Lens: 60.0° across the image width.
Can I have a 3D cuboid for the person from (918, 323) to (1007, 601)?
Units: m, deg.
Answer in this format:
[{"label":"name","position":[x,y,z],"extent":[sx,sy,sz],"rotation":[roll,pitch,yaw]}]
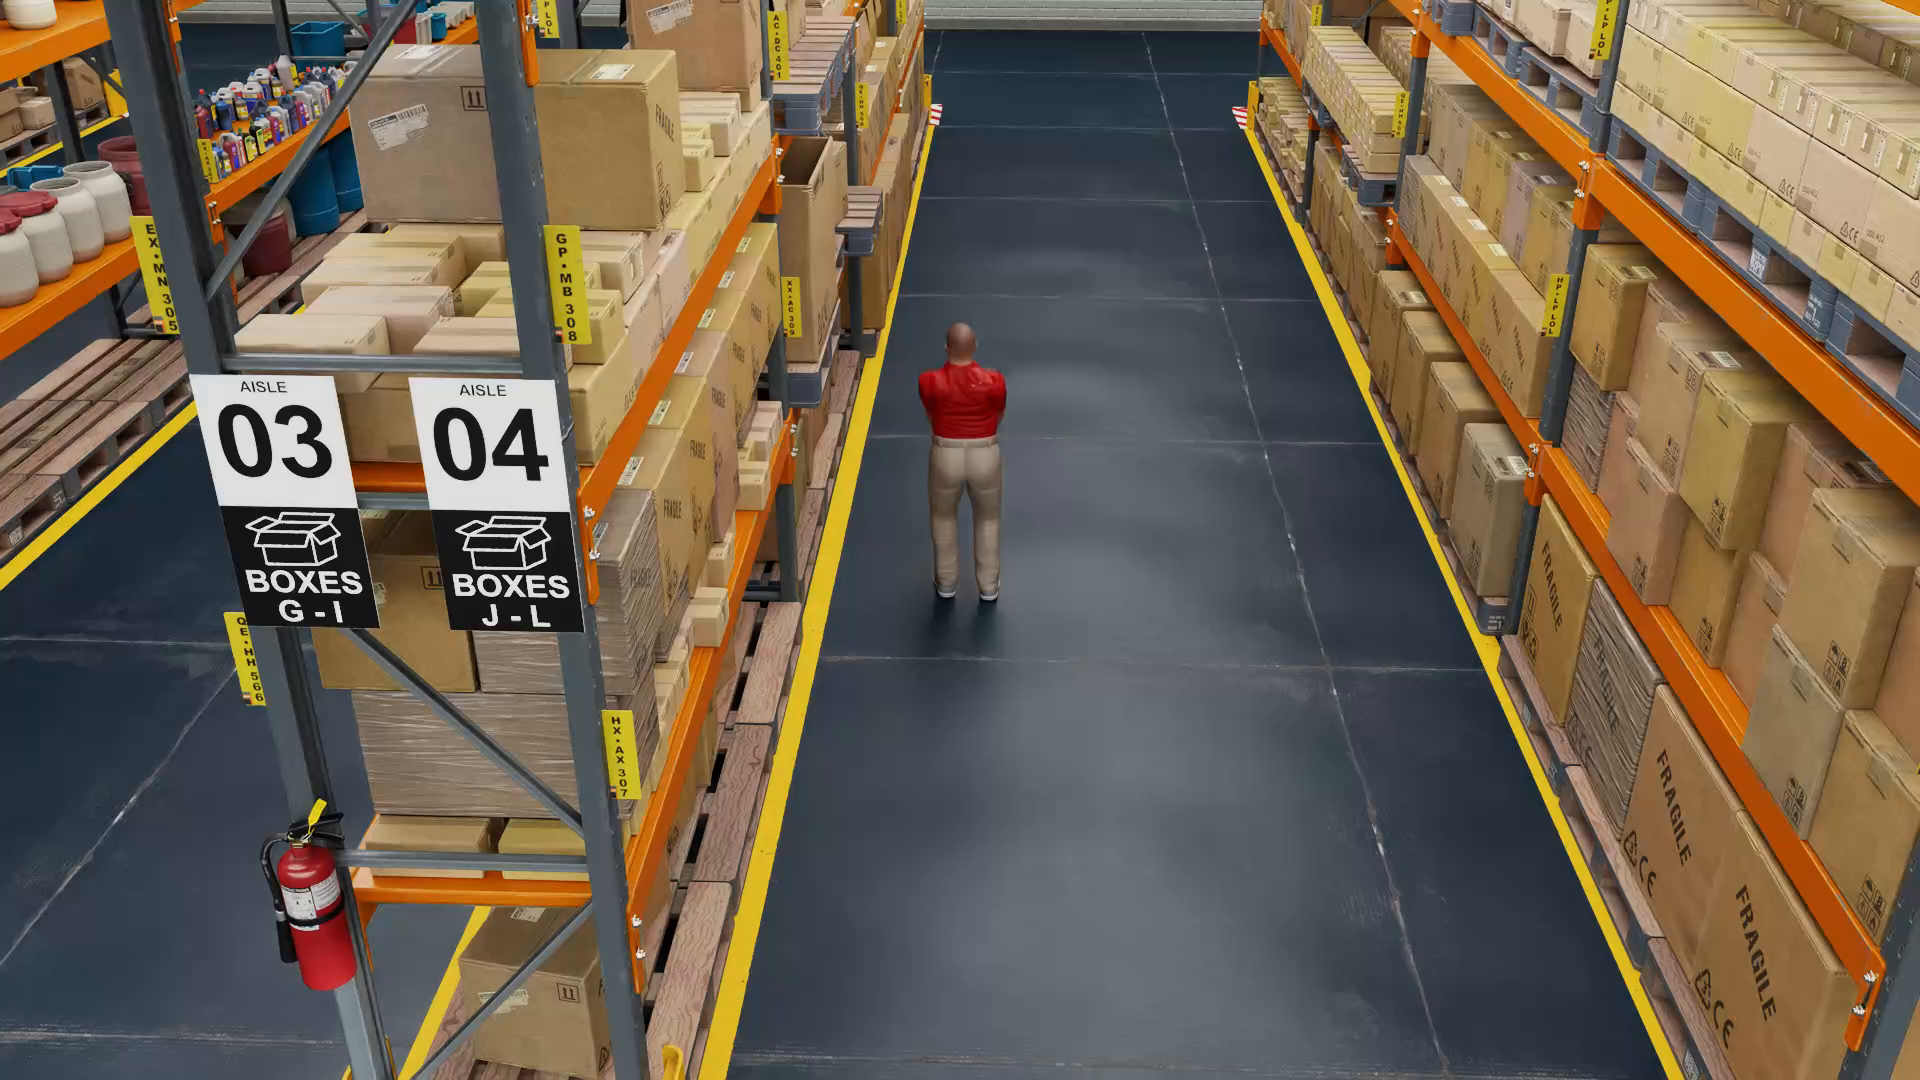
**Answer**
[{"label":"person","position":[0.013,-0.488,9.578],"extent":[0.494,1.716,0.537],"rotation":[0,28,0]}]
